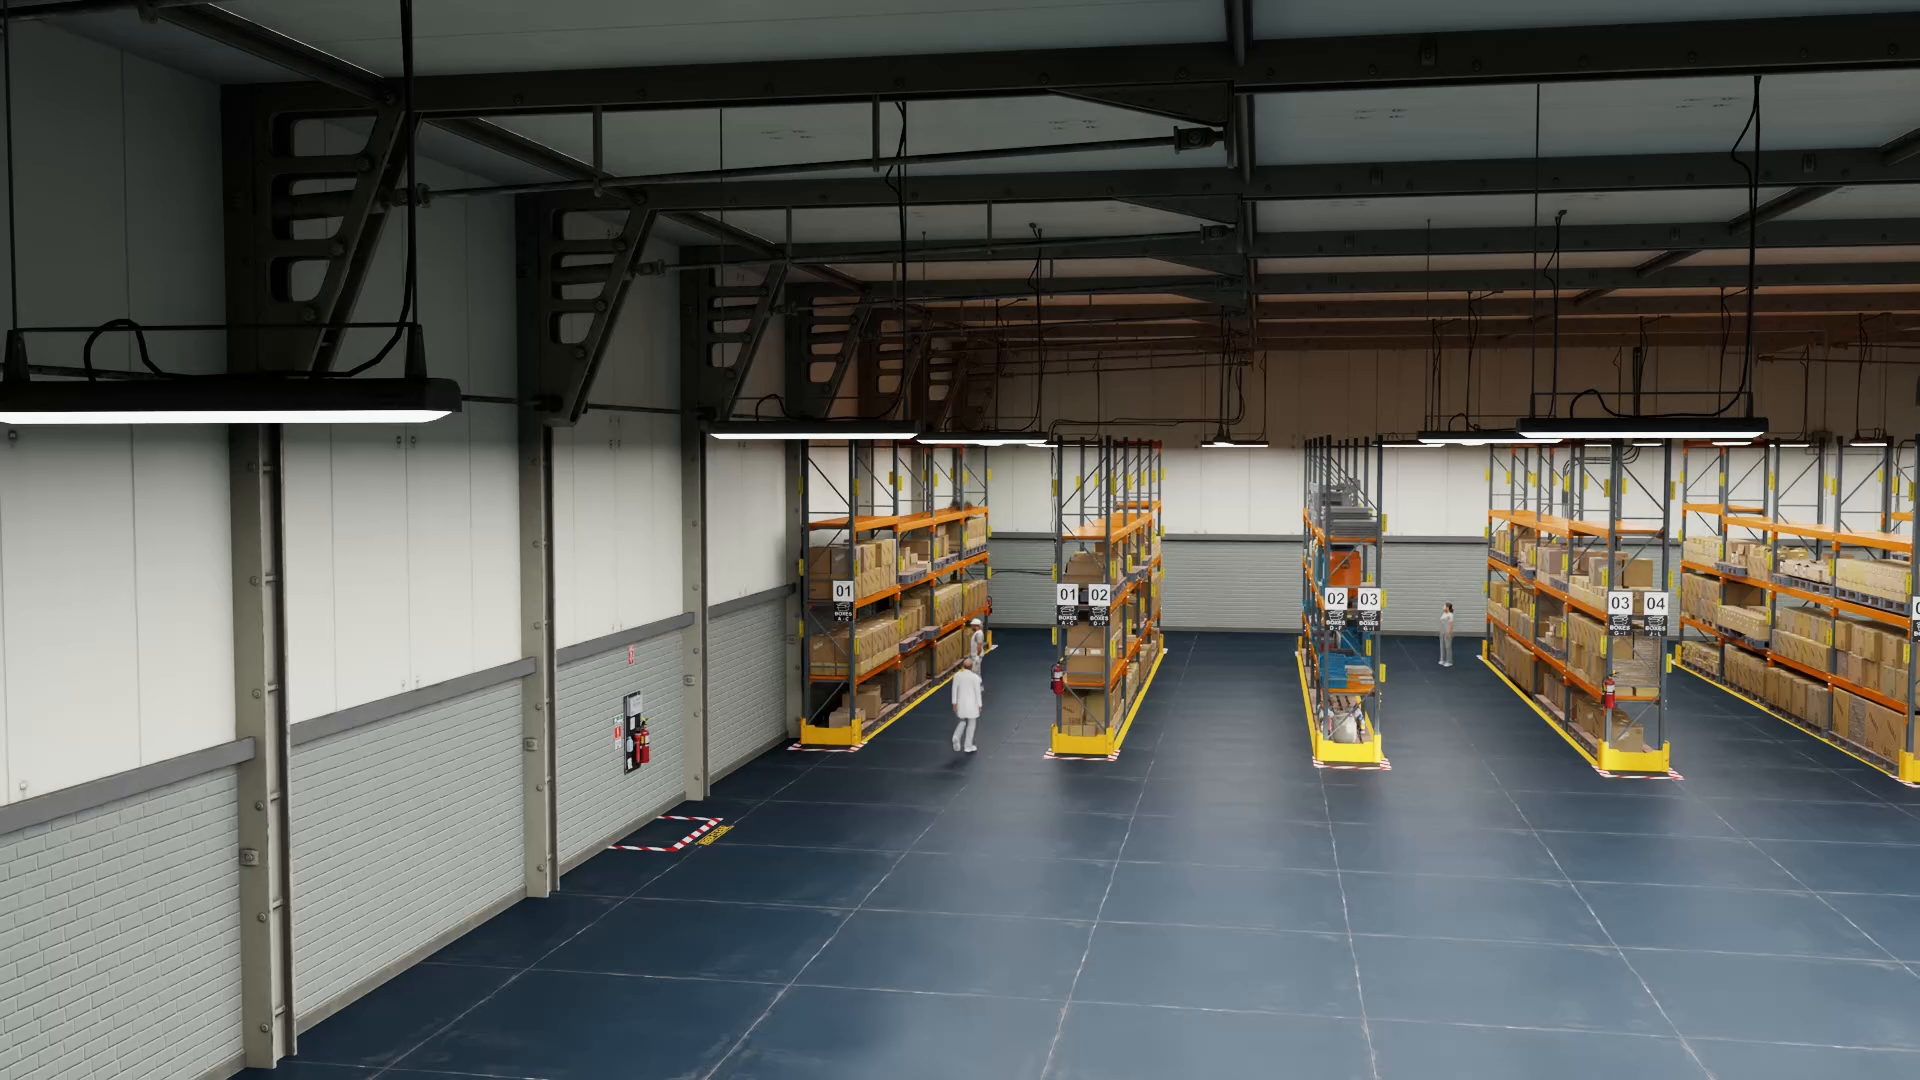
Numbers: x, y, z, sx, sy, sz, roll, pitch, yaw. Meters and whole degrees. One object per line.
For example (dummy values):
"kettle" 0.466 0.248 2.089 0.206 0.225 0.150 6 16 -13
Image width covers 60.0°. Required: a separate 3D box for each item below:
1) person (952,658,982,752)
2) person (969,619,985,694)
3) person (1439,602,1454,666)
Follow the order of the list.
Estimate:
"person" 0.118 3.119 31.395 0.589 1.772 0.603 2 4 34
"person" 0.381 2.737 38.660 0.372 1.803 0.586 0 3 -6
"person" 12.949 2.505 44.270 0.369 1.688 0.478 -2 3 -27
